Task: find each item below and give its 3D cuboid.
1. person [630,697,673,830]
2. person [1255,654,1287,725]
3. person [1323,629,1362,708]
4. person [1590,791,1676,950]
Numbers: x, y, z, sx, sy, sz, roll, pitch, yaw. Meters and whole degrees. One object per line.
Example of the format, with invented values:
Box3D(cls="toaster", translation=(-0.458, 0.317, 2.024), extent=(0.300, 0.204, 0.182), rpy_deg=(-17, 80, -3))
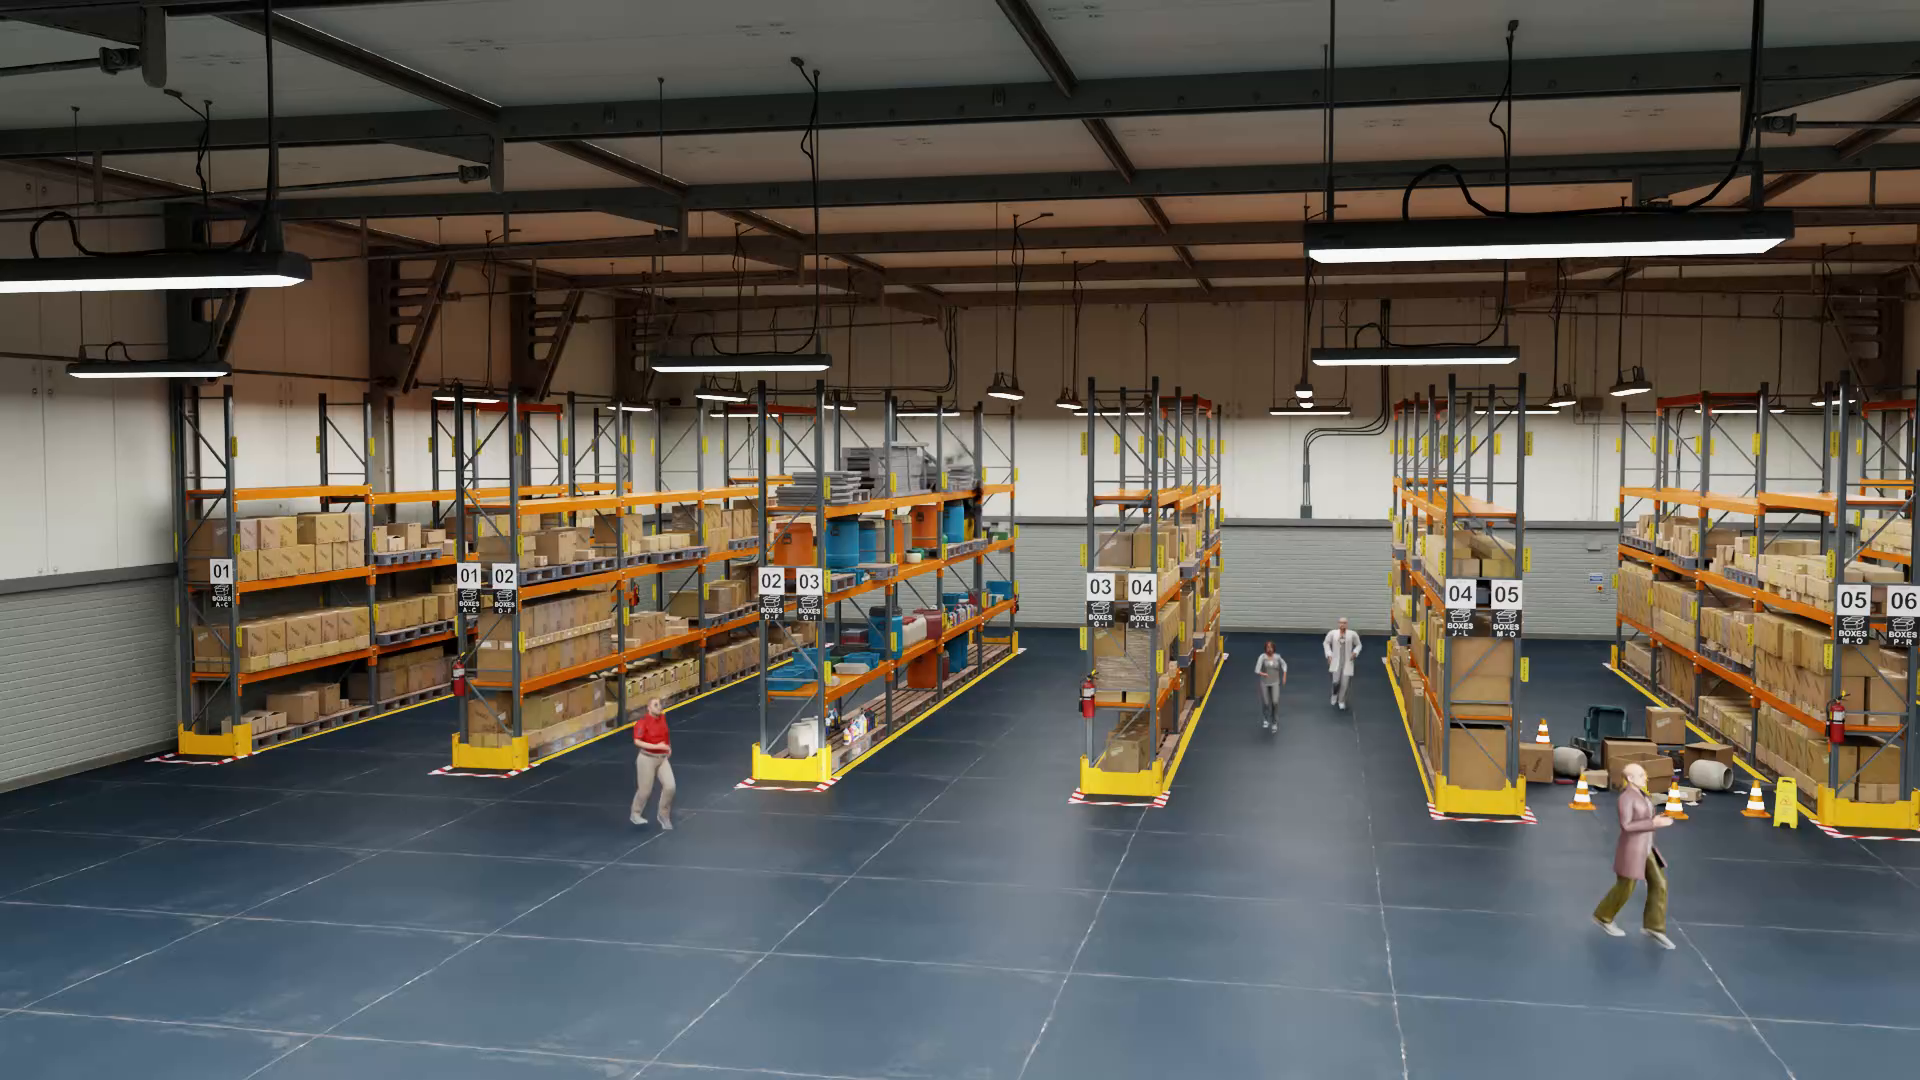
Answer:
Box3D(cls="person", translation=(-3.988, 2.951, 21.736), extent=(0.754, 1.816, 0.685), rpy_deg=(3, 4, 39))
Box3D(cls="person", translation=(5.460, 2.613, 29.225), extent=(0.562, 1.236, 0.562), rpy_deg=(0, 3, 7))
Box3D(cls="person", translation=(7.329, 2.476, 31.845), extent=(0.723, 1.493, 0.566), rpy_deg=(1, 3, 11))
Box3D(cls="person", translation=(6.773, 3.289, 16.745), extent=(0.607, 1.577, 0.822), rpy_deg=(-3, 4, -42))
